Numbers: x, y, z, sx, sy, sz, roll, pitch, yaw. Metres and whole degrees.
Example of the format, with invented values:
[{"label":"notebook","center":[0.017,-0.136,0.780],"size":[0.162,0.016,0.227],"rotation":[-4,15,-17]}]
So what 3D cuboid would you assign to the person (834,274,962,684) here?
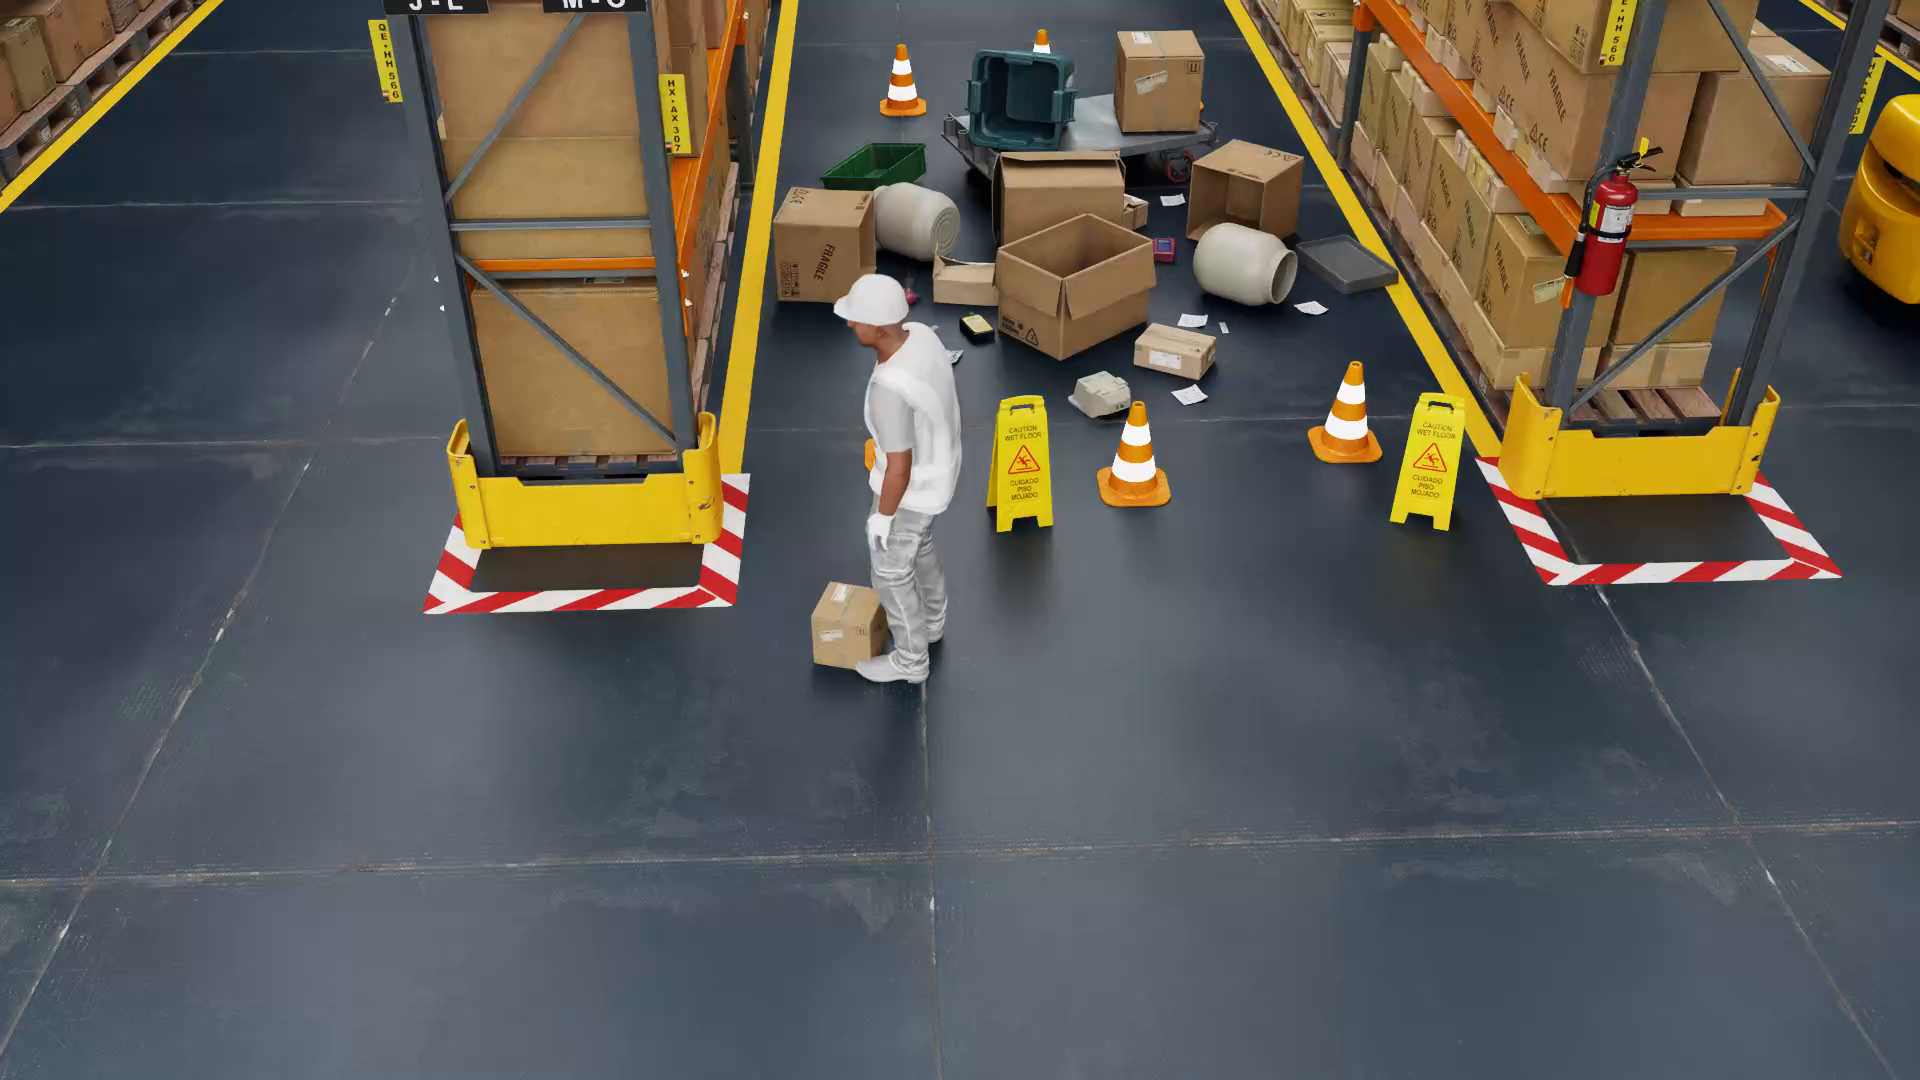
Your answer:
[{"label":"person","center":[-0.229,-0.227,6.461],"size":[0.451,1.773,0.623],"rotation":[7,36,10]}]
